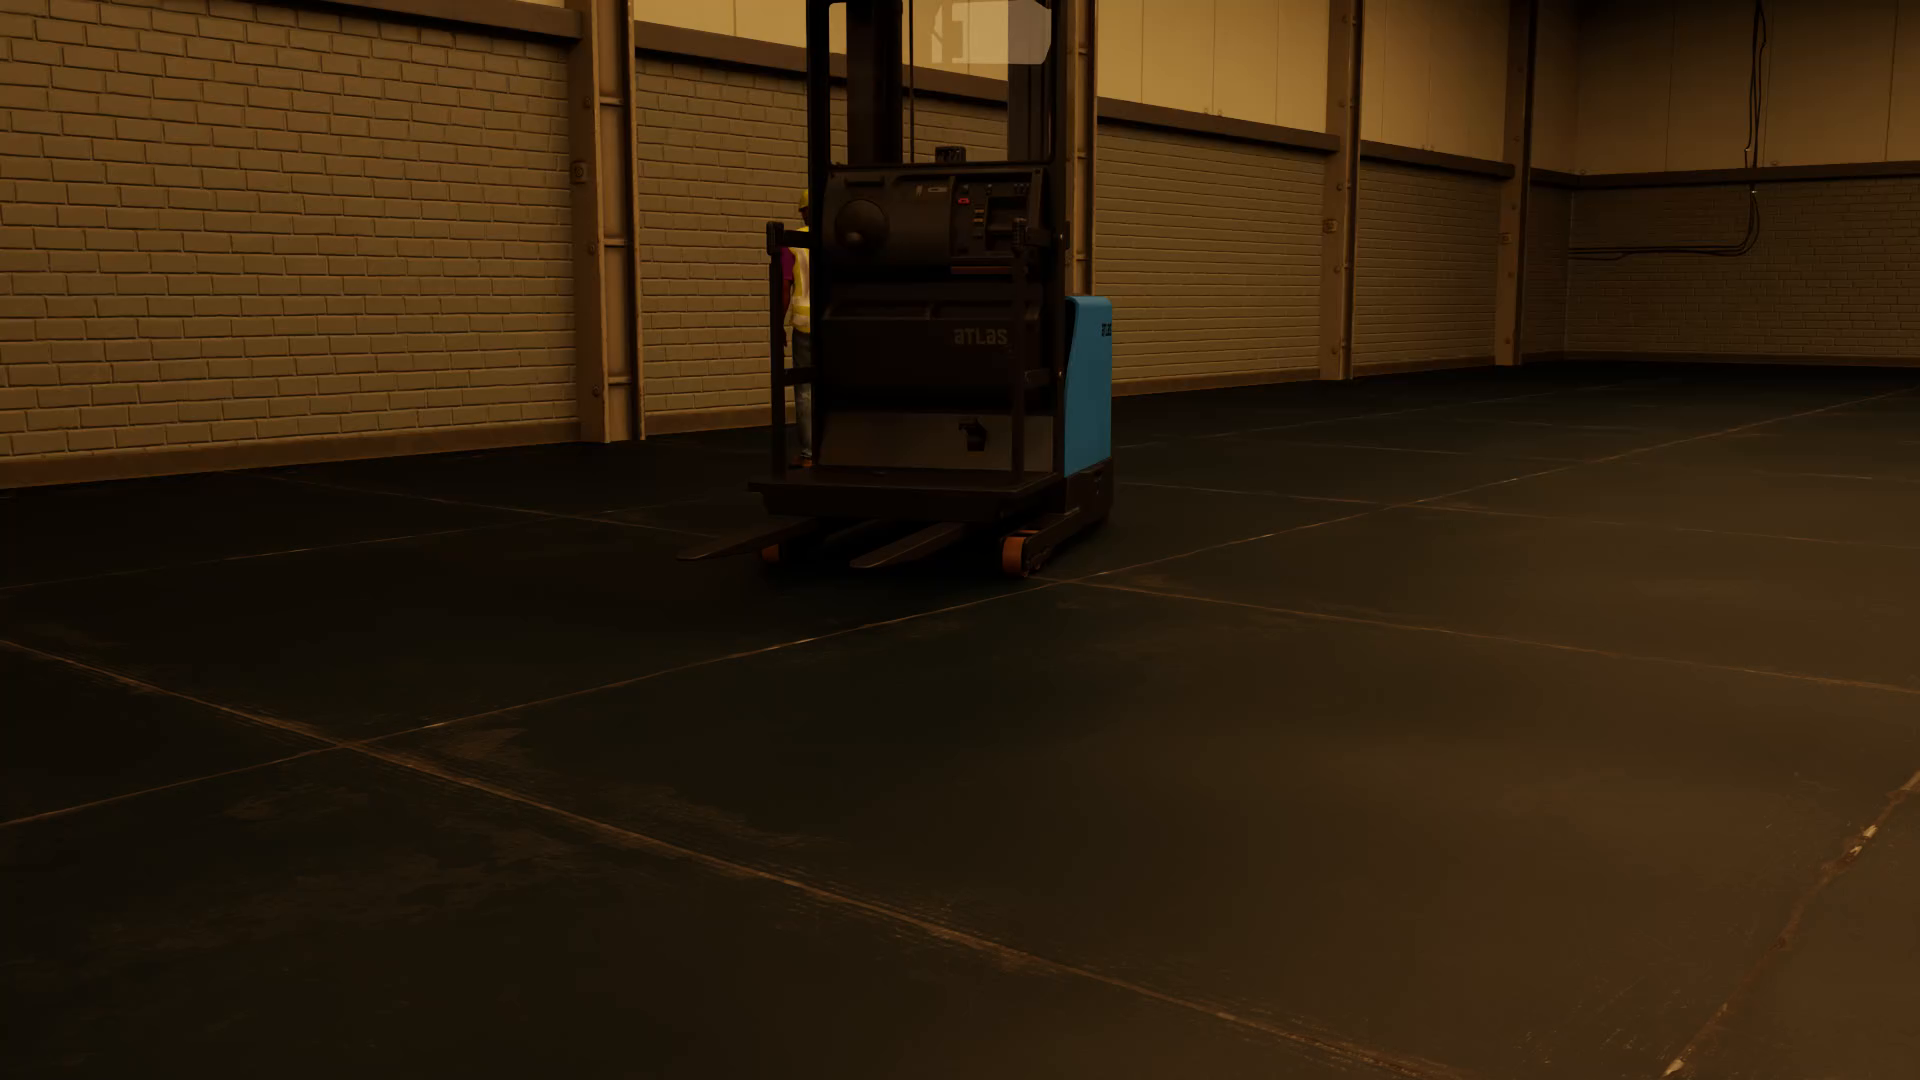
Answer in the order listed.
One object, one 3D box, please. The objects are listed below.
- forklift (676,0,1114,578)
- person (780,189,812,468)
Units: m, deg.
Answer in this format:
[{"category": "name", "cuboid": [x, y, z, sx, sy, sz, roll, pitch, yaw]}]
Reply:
[{"category": "forklift", "cuboid": [-0.176, -1.366, 6.616, 1.130, 2.935, 3.031, 3, 9, 17]}, {"category": "person", "cuboid": [-0.865, -1.334, 10.460, 0.626, 1.759, 0.463, -2, 9, -16]}]
